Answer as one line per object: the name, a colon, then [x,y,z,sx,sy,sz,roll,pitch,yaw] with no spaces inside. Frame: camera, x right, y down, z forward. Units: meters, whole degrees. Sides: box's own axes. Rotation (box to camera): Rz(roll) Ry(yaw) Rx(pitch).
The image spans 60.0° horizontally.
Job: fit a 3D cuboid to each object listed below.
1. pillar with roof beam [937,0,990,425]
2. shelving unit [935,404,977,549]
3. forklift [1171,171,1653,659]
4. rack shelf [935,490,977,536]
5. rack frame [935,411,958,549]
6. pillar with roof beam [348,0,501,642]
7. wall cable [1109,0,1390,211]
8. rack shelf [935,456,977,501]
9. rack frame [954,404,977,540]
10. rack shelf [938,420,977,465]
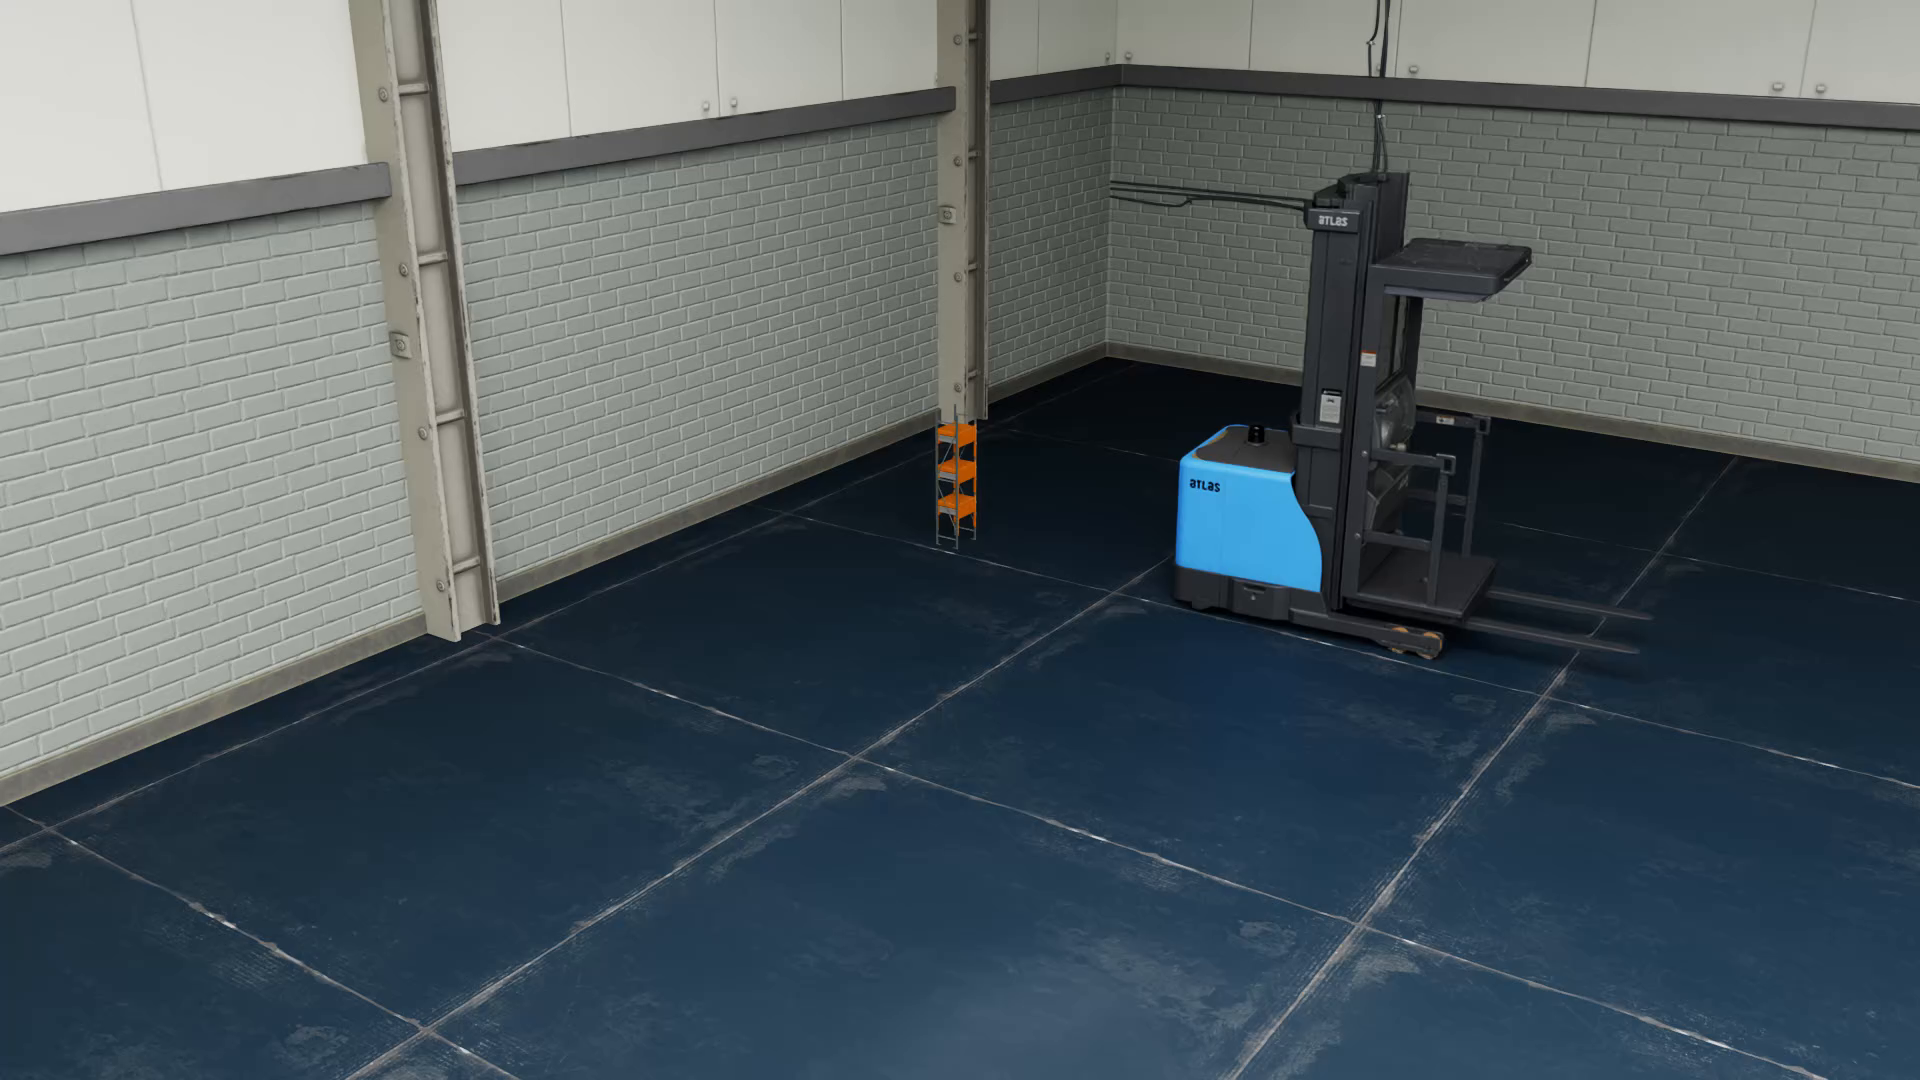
pillar with roof beam: [3.592,-4.517,12.004,9.100,9.000,0.400,13,24,32]
shelving unit: [-0.030,-0.477,12.541,0.215,1.050,0.252,13,24,32]
forklift: [3.007,-0.820,10.758,3.031,2.935,1.130,11,23,27]
rack shelf: [-0.030,-0.206,12.641,0.215,0.259,0.240,13,24,32]
rack frame: [-0.099,-0.442,12.447,0.200,1.050,0.008,13,24,32]
pillar with roof beam: [0.219,-2.795,7.350,9.100,9.000,0.400,13,24,32]
wall cable: [2.781,-4.487,16.401,3.097,2.526,0.112,13,24,32]
rack shelf: [-0.030,-0.467,12.545,0.215,0.259,0.240,13,24,32]
rack frame: [0.039,-0.512,12.636,0.200,1.050,0.008,13,24,32]
rack shelf: [-0.030,-0.733,12.446,0.215,0.259,0.240,13,24,32]
